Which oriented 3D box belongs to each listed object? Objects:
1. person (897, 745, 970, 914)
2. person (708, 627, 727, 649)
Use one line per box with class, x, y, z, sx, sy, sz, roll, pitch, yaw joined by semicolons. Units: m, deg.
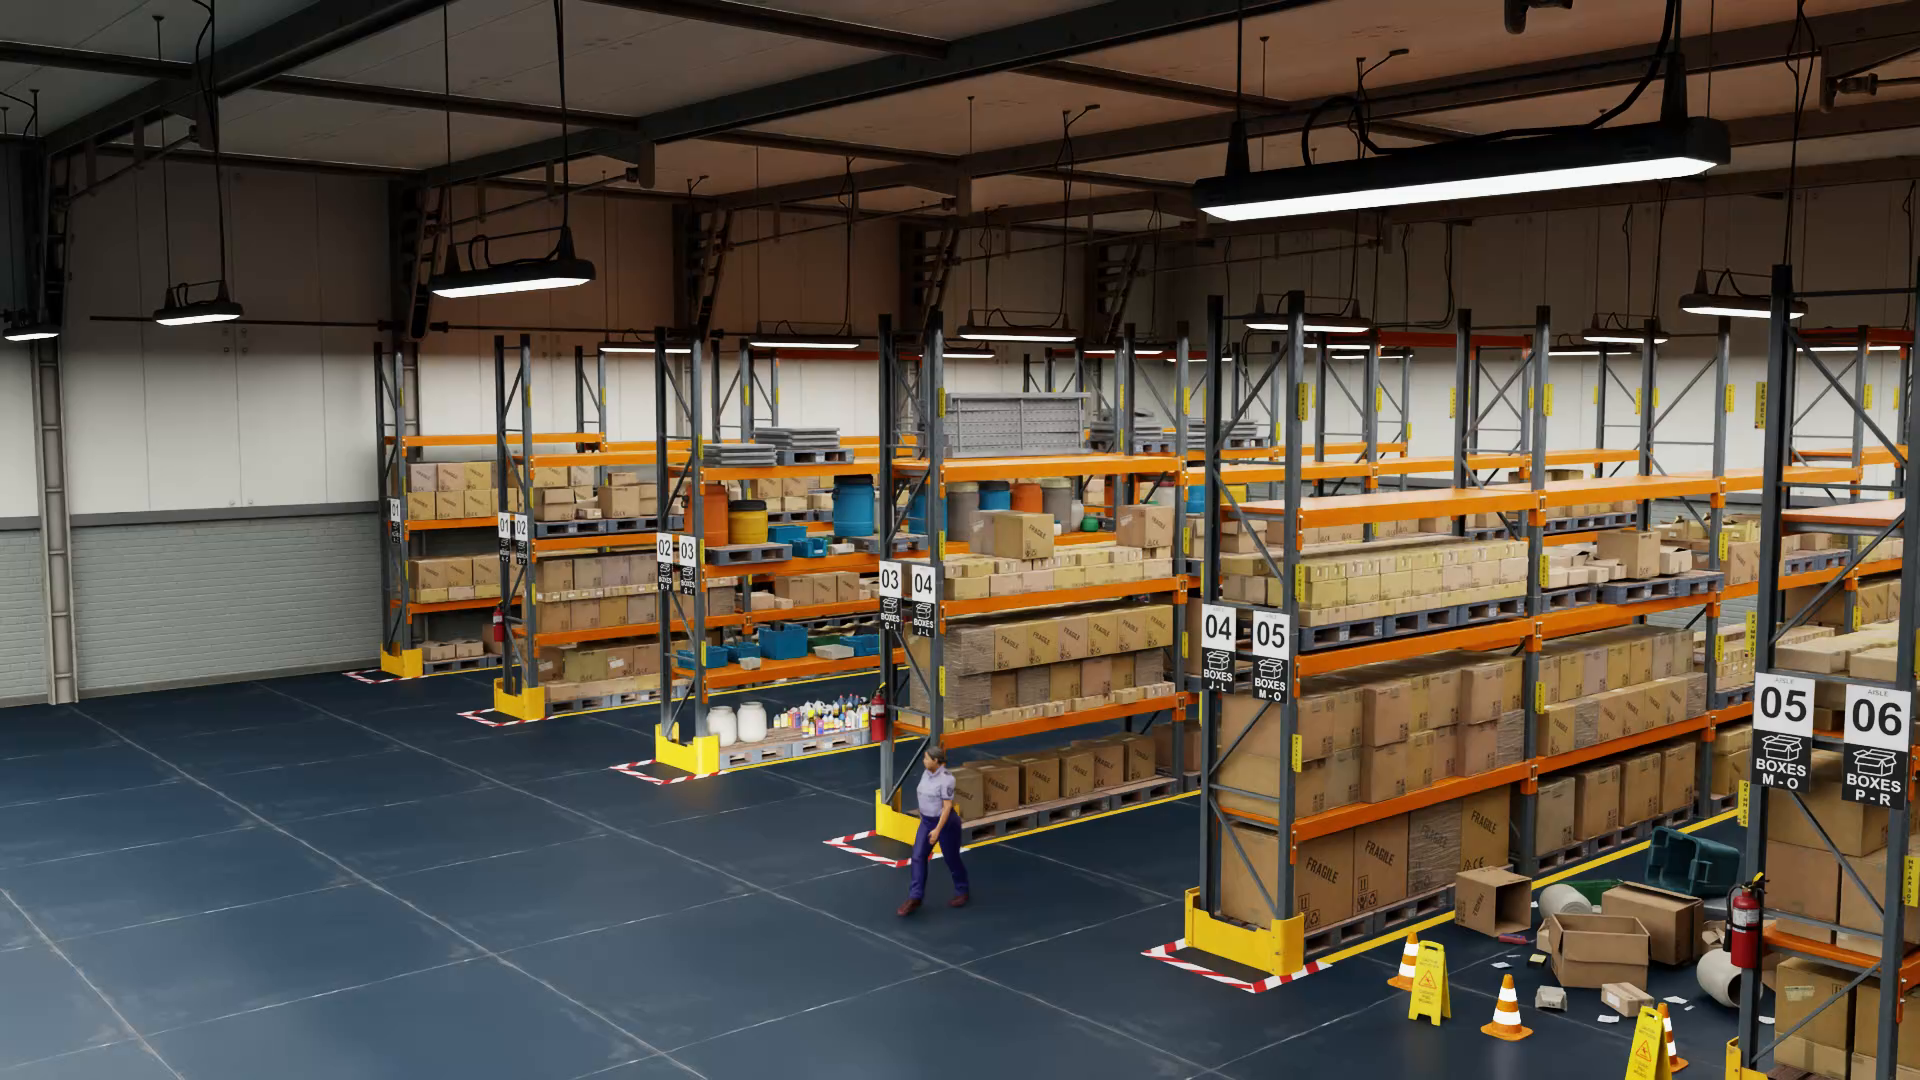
person;-0.255;2.845;16.479;0.817;1.630;0.508;-5;7;-43
person;-4.918;1.408;32.209;0.581;1.610;1.000;4;6;35
